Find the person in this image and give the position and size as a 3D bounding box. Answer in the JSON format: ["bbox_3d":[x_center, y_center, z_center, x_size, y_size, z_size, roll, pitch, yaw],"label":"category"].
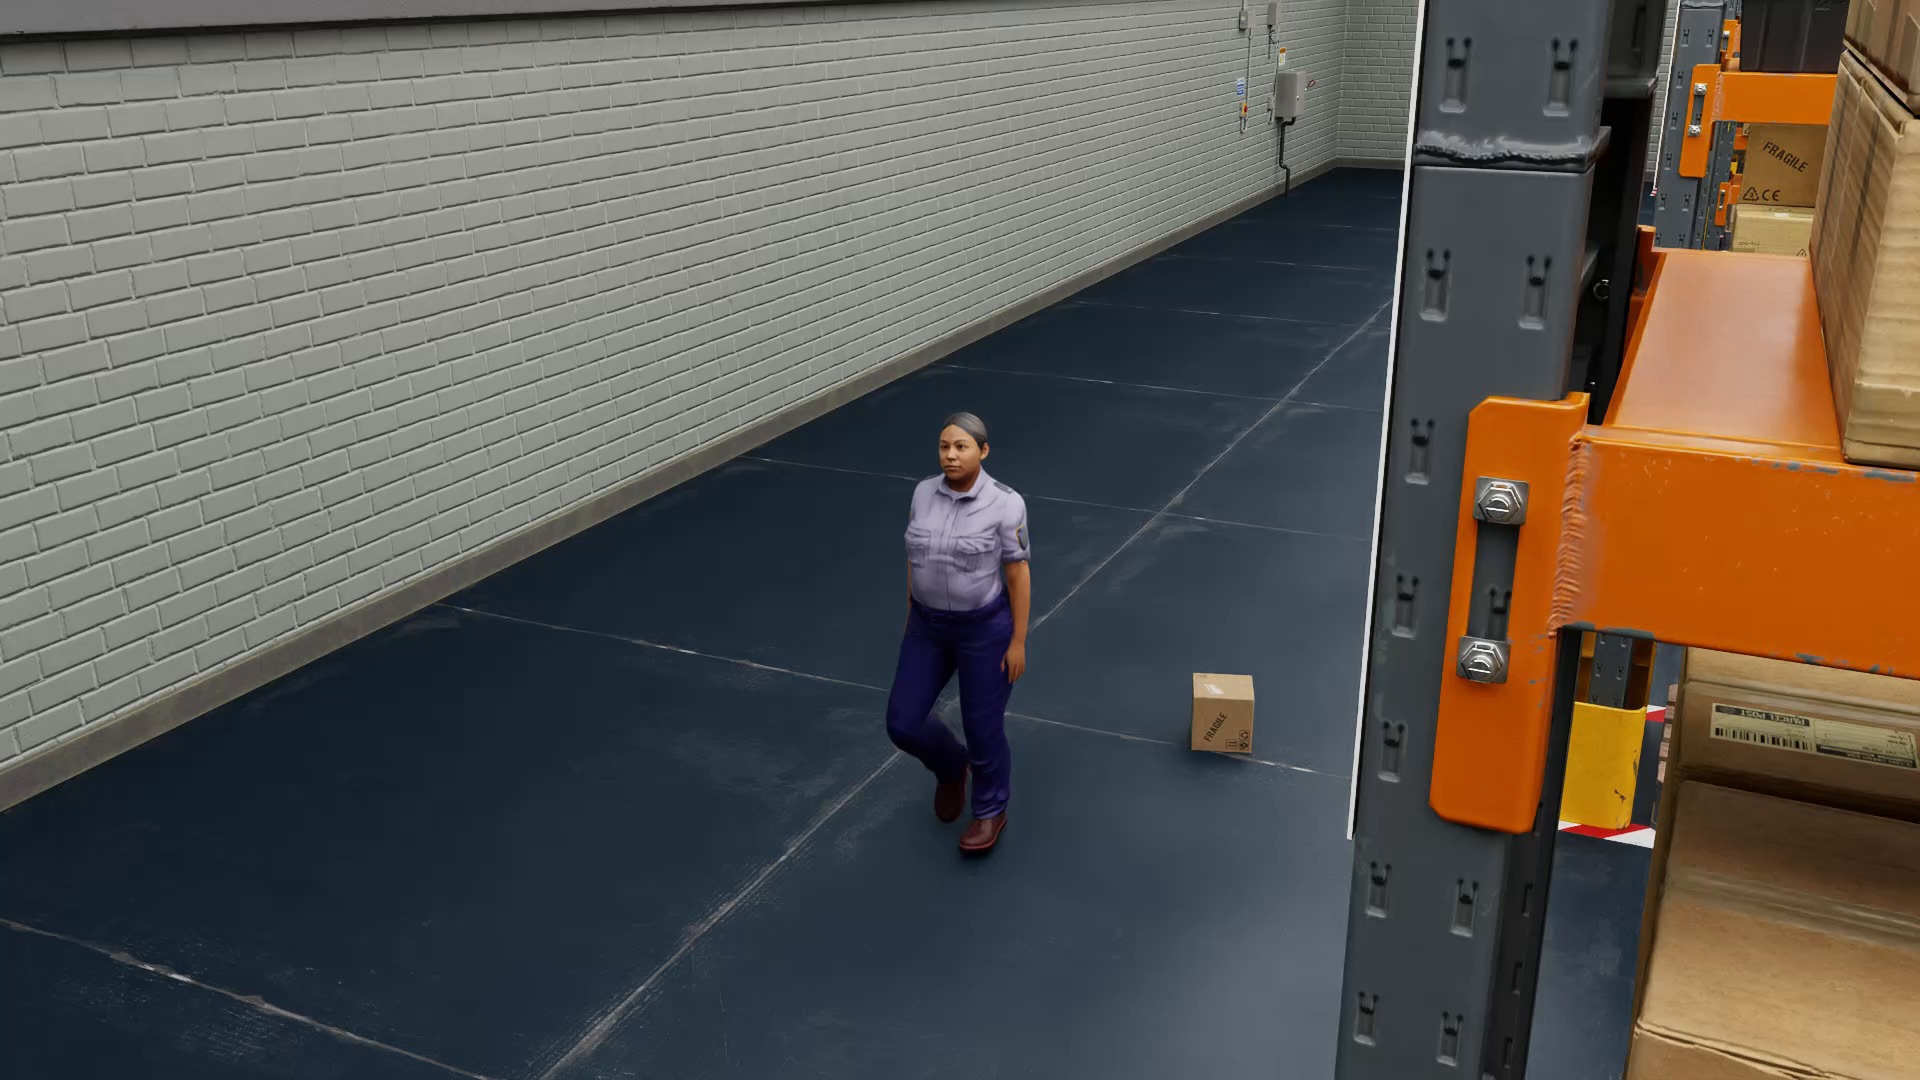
[{"bbox_3d":[0.006,0.354,6.046,0.506,1.654,0.449,9,21,24],"label":"person"}]
